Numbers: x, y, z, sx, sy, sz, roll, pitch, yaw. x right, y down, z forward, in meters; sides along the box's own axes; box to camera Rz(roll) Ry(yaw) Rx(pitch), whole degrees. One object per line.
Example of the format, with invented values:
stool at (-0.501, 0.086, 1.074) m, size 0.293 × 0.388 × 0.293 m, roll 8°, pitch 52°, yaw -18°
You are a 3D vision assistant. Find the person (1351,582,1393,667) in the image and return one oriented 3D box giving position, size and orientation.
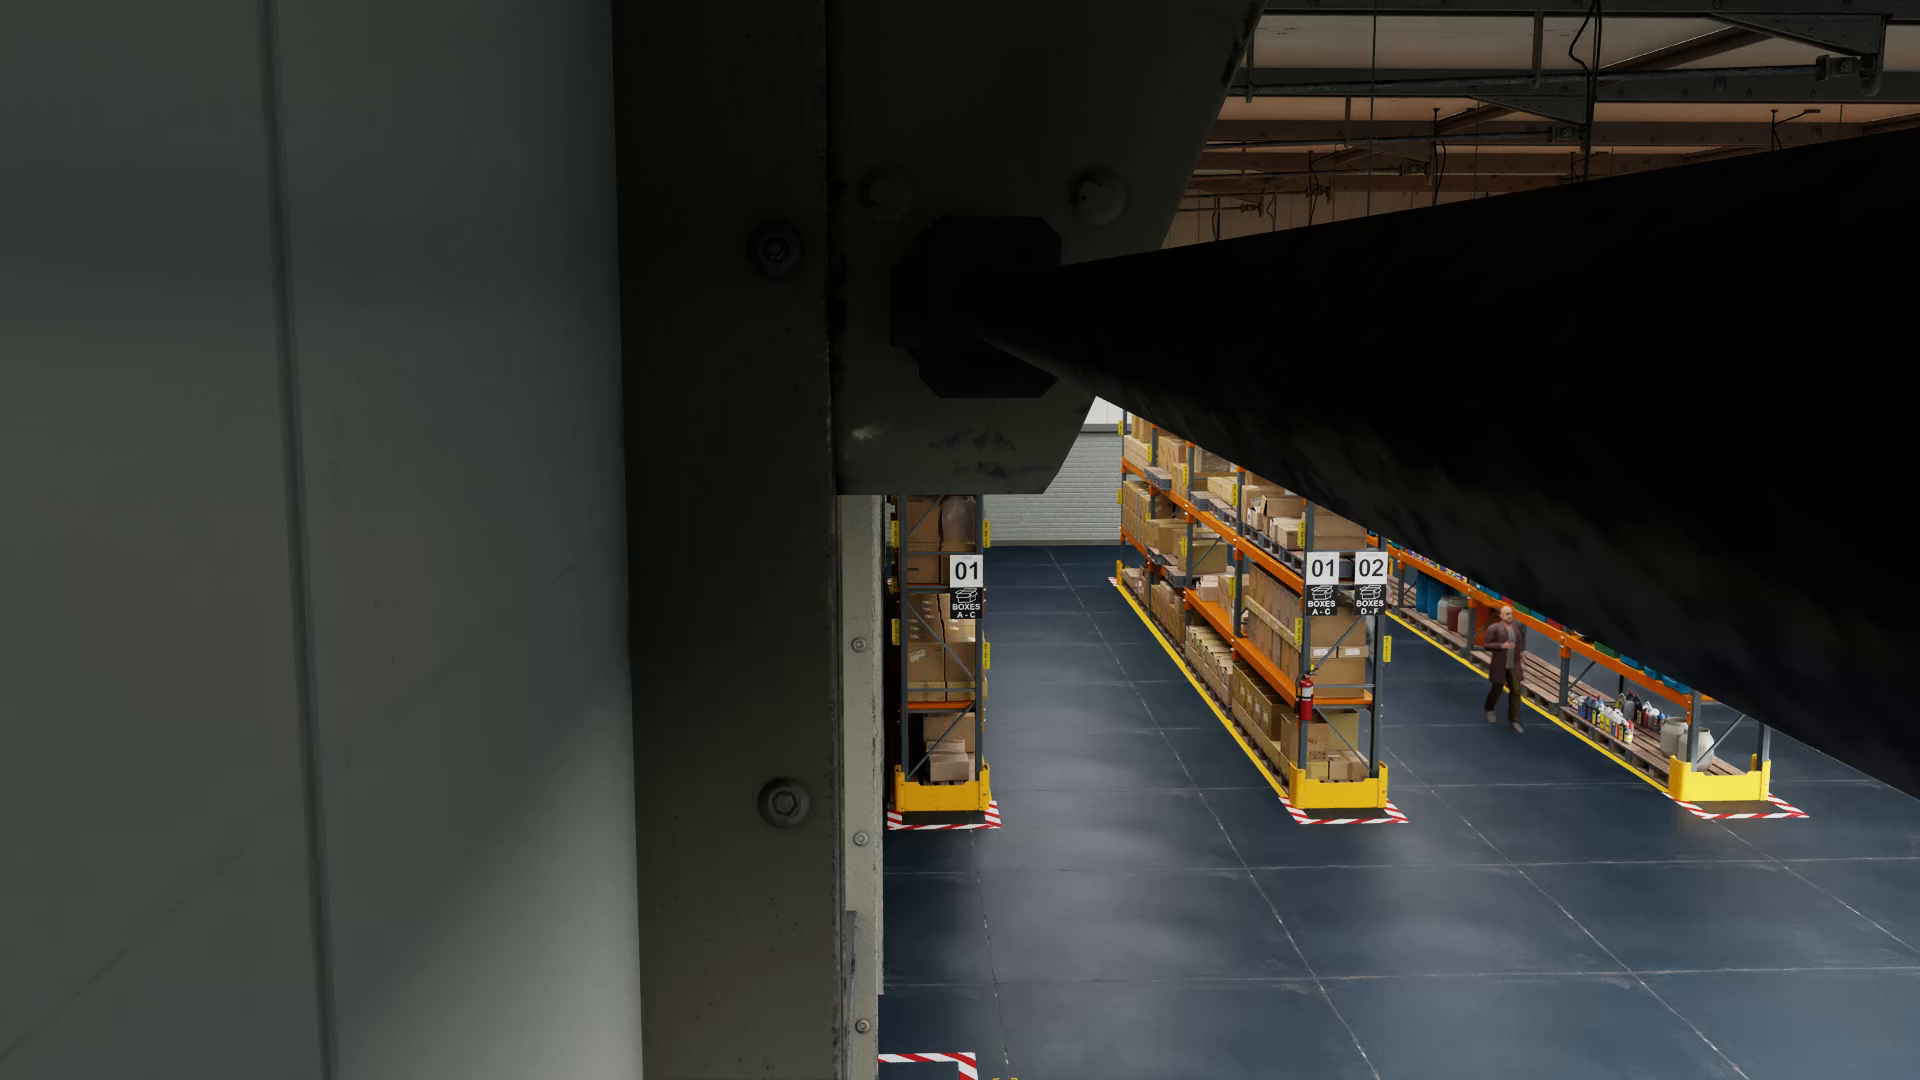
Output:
person at (7.091, 1.257, 28.505) m, size 0.696 × 1.763 × 0.946 m, roll -2°, pitch 9°, yaw -14°

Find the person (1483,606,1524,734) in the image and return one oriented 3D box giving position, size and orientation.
person at (7.953, 1.849, 24.267) m, size 0.698 × 1.794 × 0.968 m, roll -1°, pitch 8°, yaw -7°
